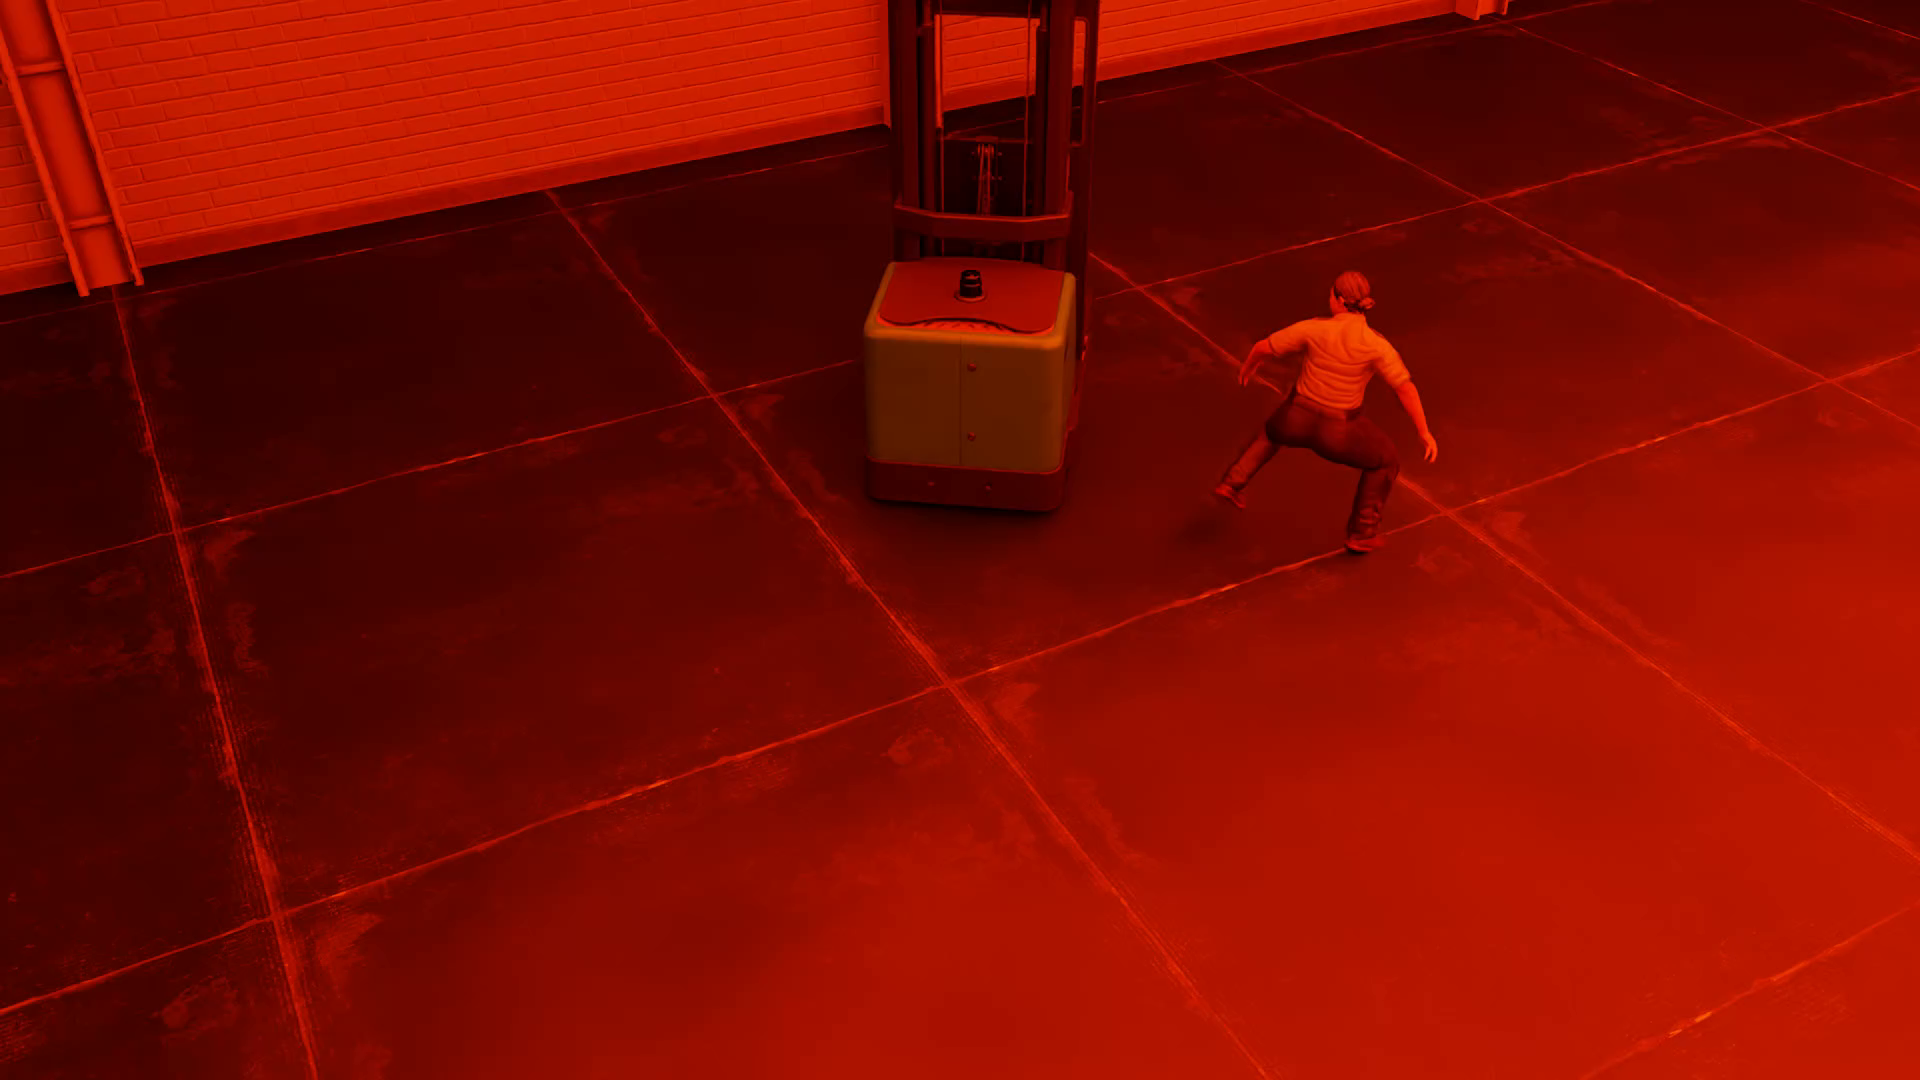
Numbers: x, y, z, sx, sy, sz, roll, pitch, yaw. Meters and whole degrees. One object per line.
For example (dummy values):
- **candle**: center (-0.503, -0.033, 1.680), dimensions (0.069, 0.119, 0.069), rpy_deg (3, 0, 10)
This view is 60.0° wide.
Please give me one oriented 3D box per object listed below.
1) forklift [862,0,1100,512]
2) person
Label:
- **forklift**: center (0.206, -2.185, 9.215), dimensions (1.130, 2.935, 3.031), rpy_deg (5, 36, 6)
- **person**: center (1.866, -0.609, 8.274), dimensions (1.049, 1.542, 0.485), rpy_deg (18, 39, 23)
